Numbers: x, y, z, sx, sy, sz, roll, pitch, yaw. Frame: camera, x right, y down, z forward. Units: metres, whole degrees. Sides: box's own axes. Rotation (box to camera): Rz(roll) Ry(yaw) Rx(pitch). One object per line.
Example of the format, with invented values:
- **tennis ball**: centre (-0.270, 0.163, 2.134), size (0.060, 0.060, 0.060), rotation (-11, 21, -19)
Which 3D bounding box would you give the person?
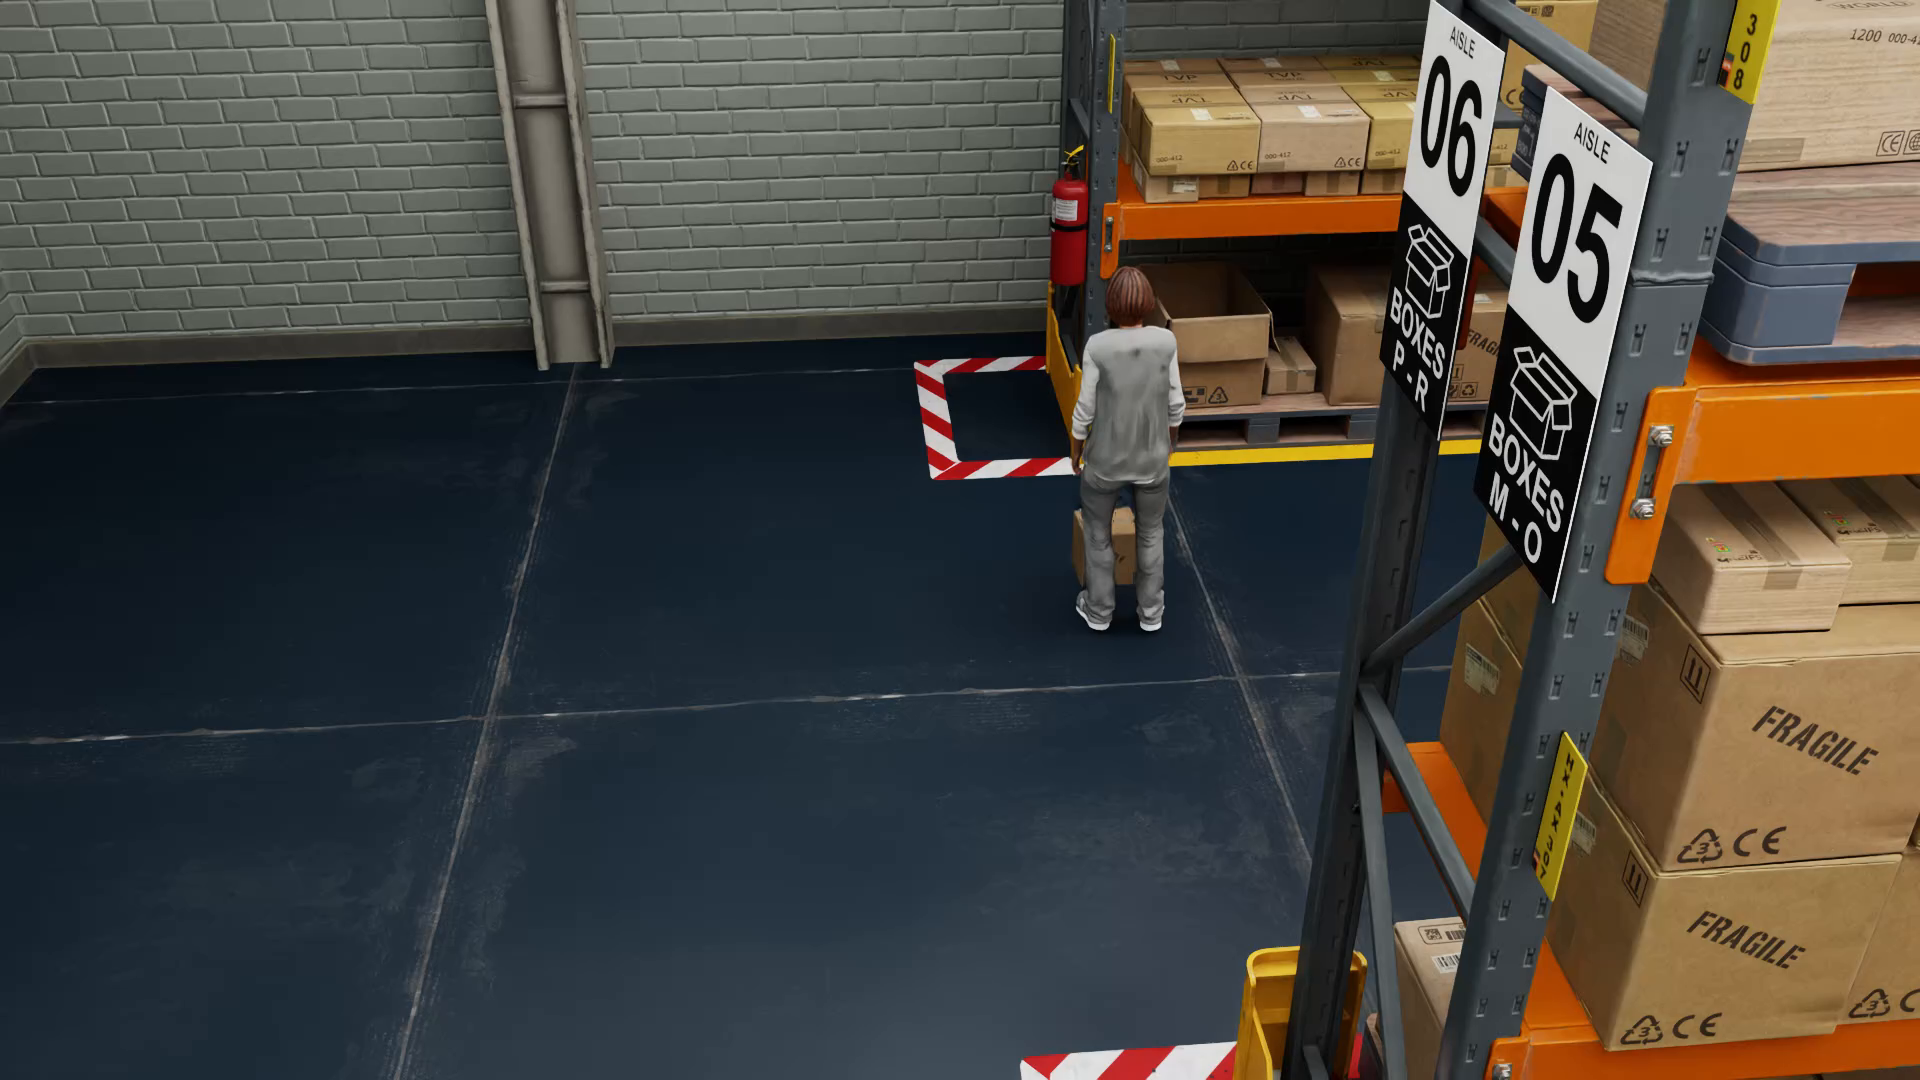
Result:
- **person**: centre (0.661, -0.331, 6.681), size (0.458, 1.595, 0.374), rotation (-4, 32, -6)
